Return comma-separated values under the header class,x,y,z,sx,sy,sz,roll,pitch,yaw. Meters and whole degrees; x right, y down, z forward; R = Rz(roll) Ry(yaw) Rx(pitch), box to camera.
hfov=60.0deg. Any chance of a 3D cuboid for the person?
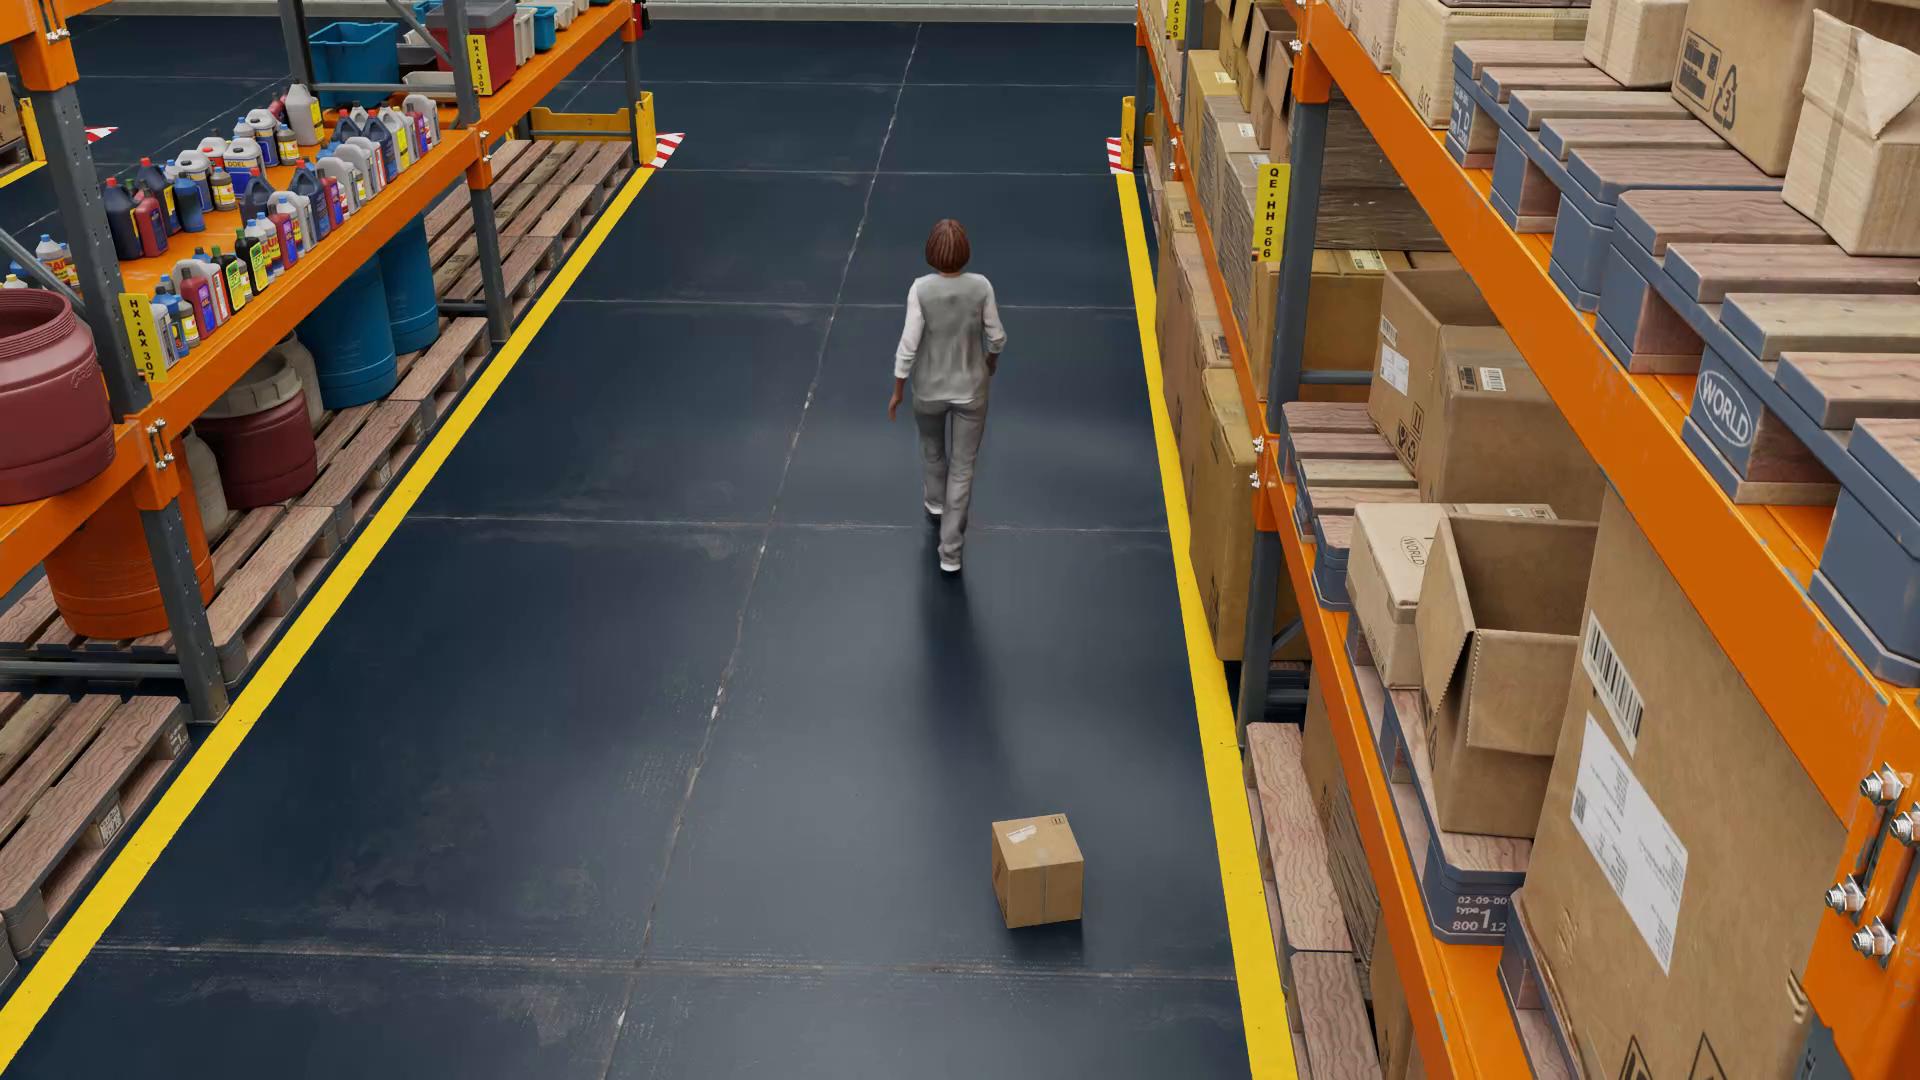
class,x,y,z,sx,sy,sz,roll,pitch,yaw
person,-0.056,-0.700,7.432,0.519,1.550,0.814,0,28,0
